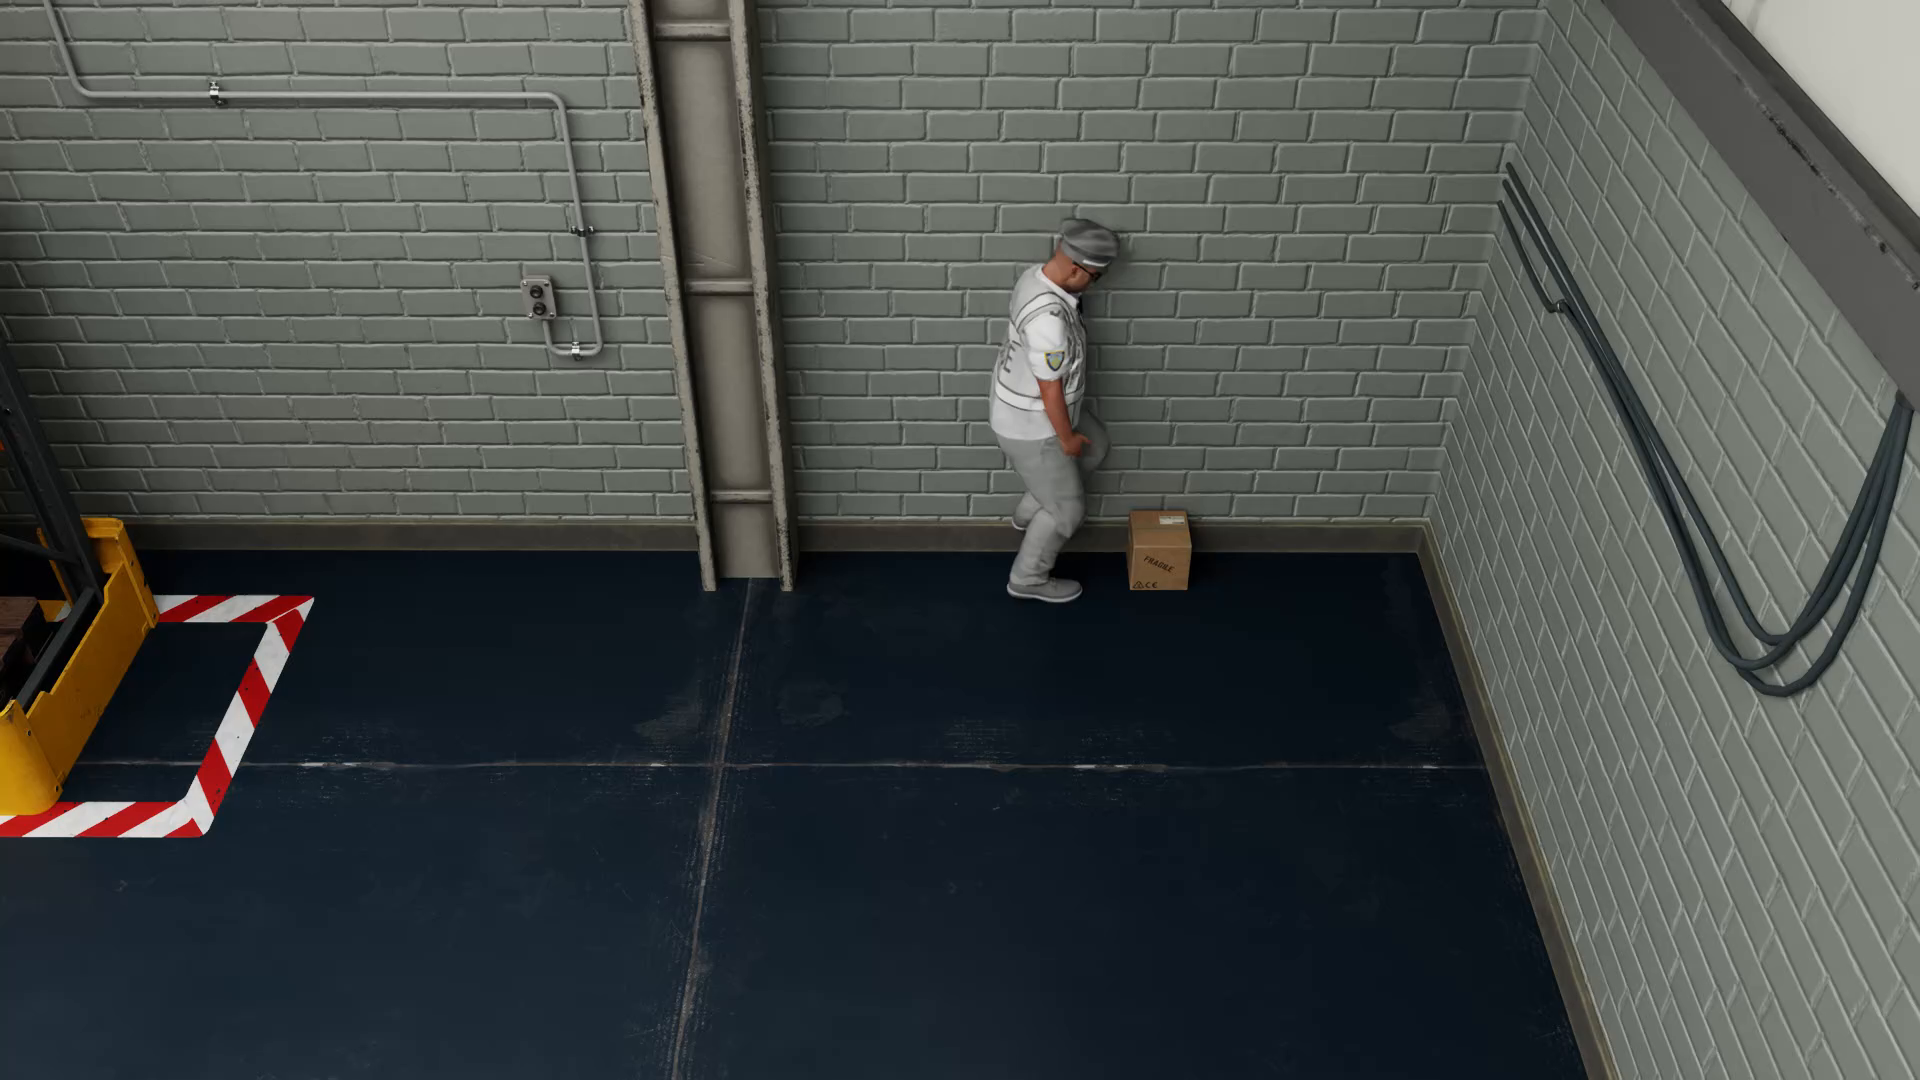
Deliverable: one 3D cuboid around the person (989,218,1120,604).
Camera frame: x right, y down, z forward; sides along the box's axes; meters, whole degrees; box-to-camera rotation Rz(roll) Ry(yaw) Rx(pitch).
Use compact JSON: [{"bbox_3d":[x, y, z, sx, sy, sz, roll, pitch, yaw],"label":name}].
[{"bbox_3d":[0.380,-0.530,6.847,0.520,1.701,0.557,1,39,1],"label":"person"}]
